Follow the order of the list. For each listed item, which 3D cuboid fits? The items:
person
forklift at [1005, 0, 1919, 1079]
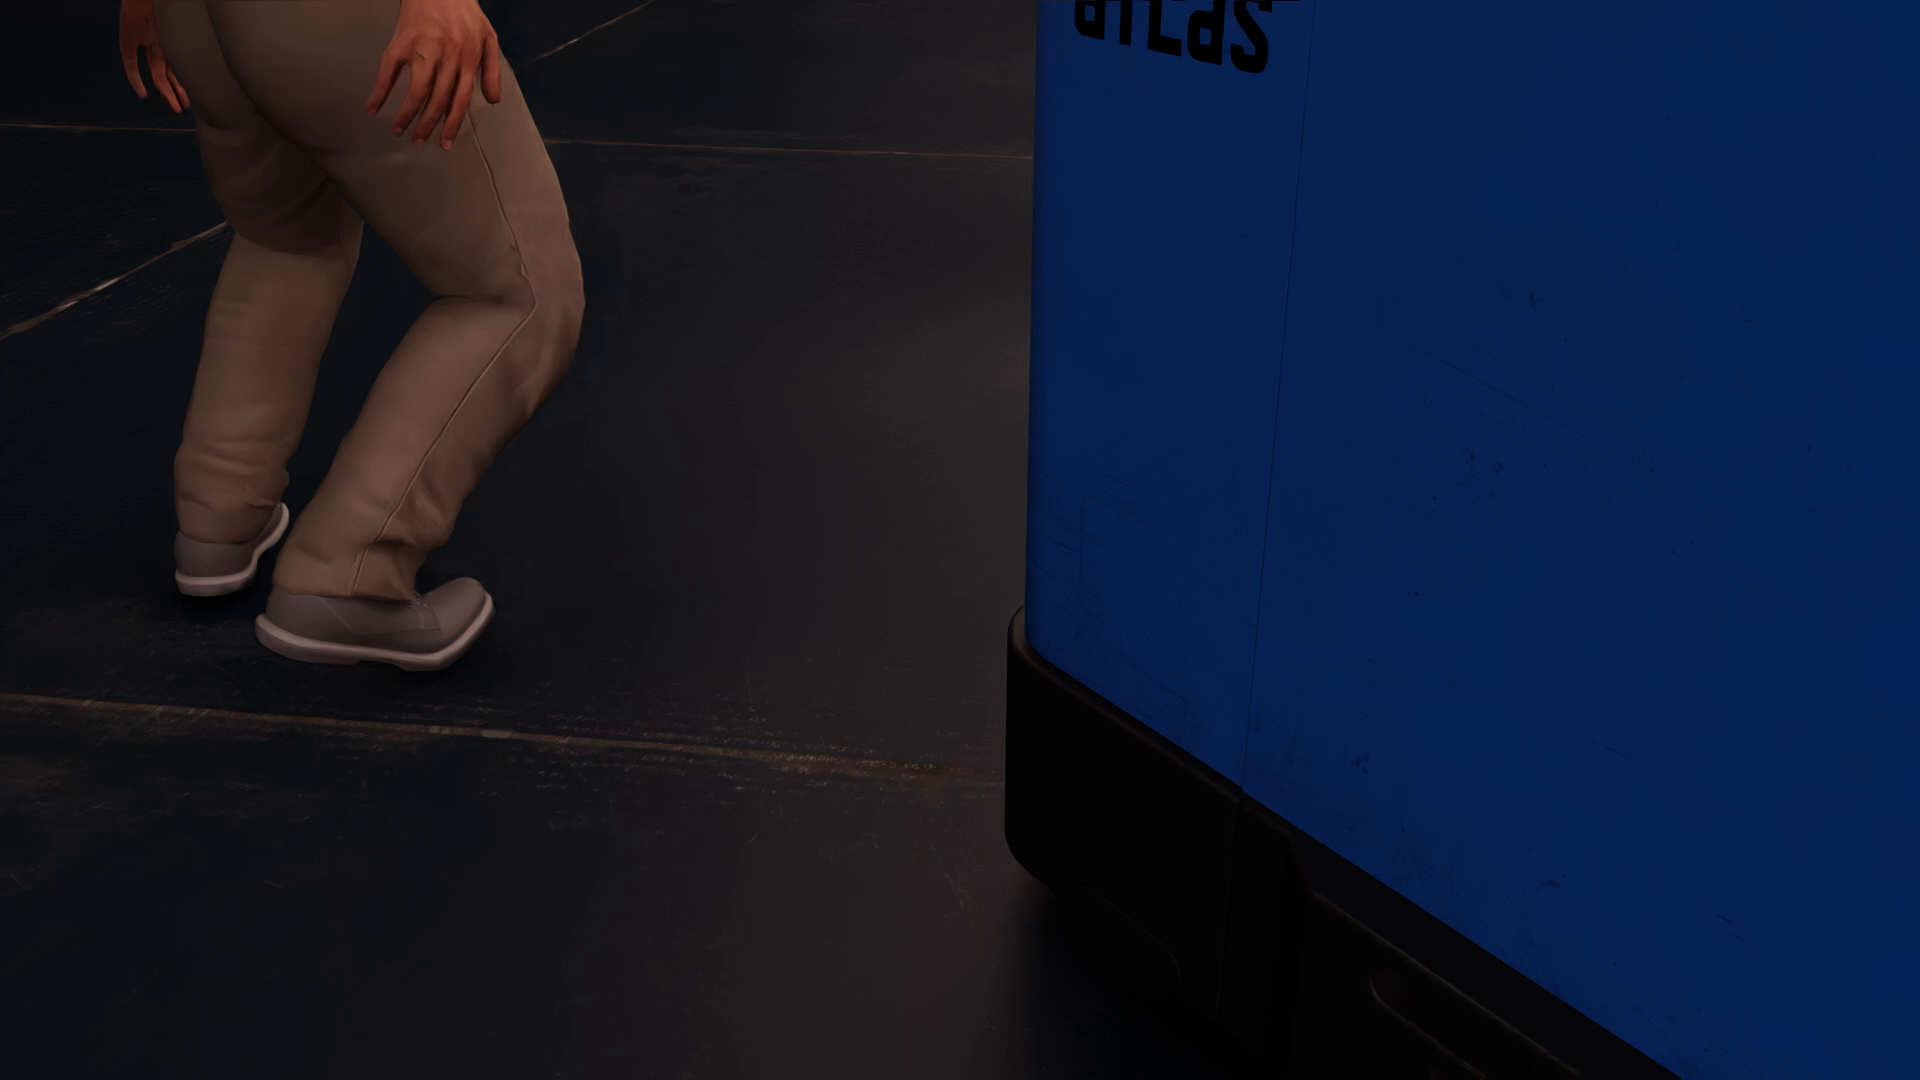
[{"bbox_3d":[-0.800,-0.634,1.941,0.897,1.651,0.505,21,33,35],"label":"person"},{"bbox_3d":[1.324,-0.547,0.313,1.130,2.935,3.031,-18,32,-32],"label":"forklift"}]
